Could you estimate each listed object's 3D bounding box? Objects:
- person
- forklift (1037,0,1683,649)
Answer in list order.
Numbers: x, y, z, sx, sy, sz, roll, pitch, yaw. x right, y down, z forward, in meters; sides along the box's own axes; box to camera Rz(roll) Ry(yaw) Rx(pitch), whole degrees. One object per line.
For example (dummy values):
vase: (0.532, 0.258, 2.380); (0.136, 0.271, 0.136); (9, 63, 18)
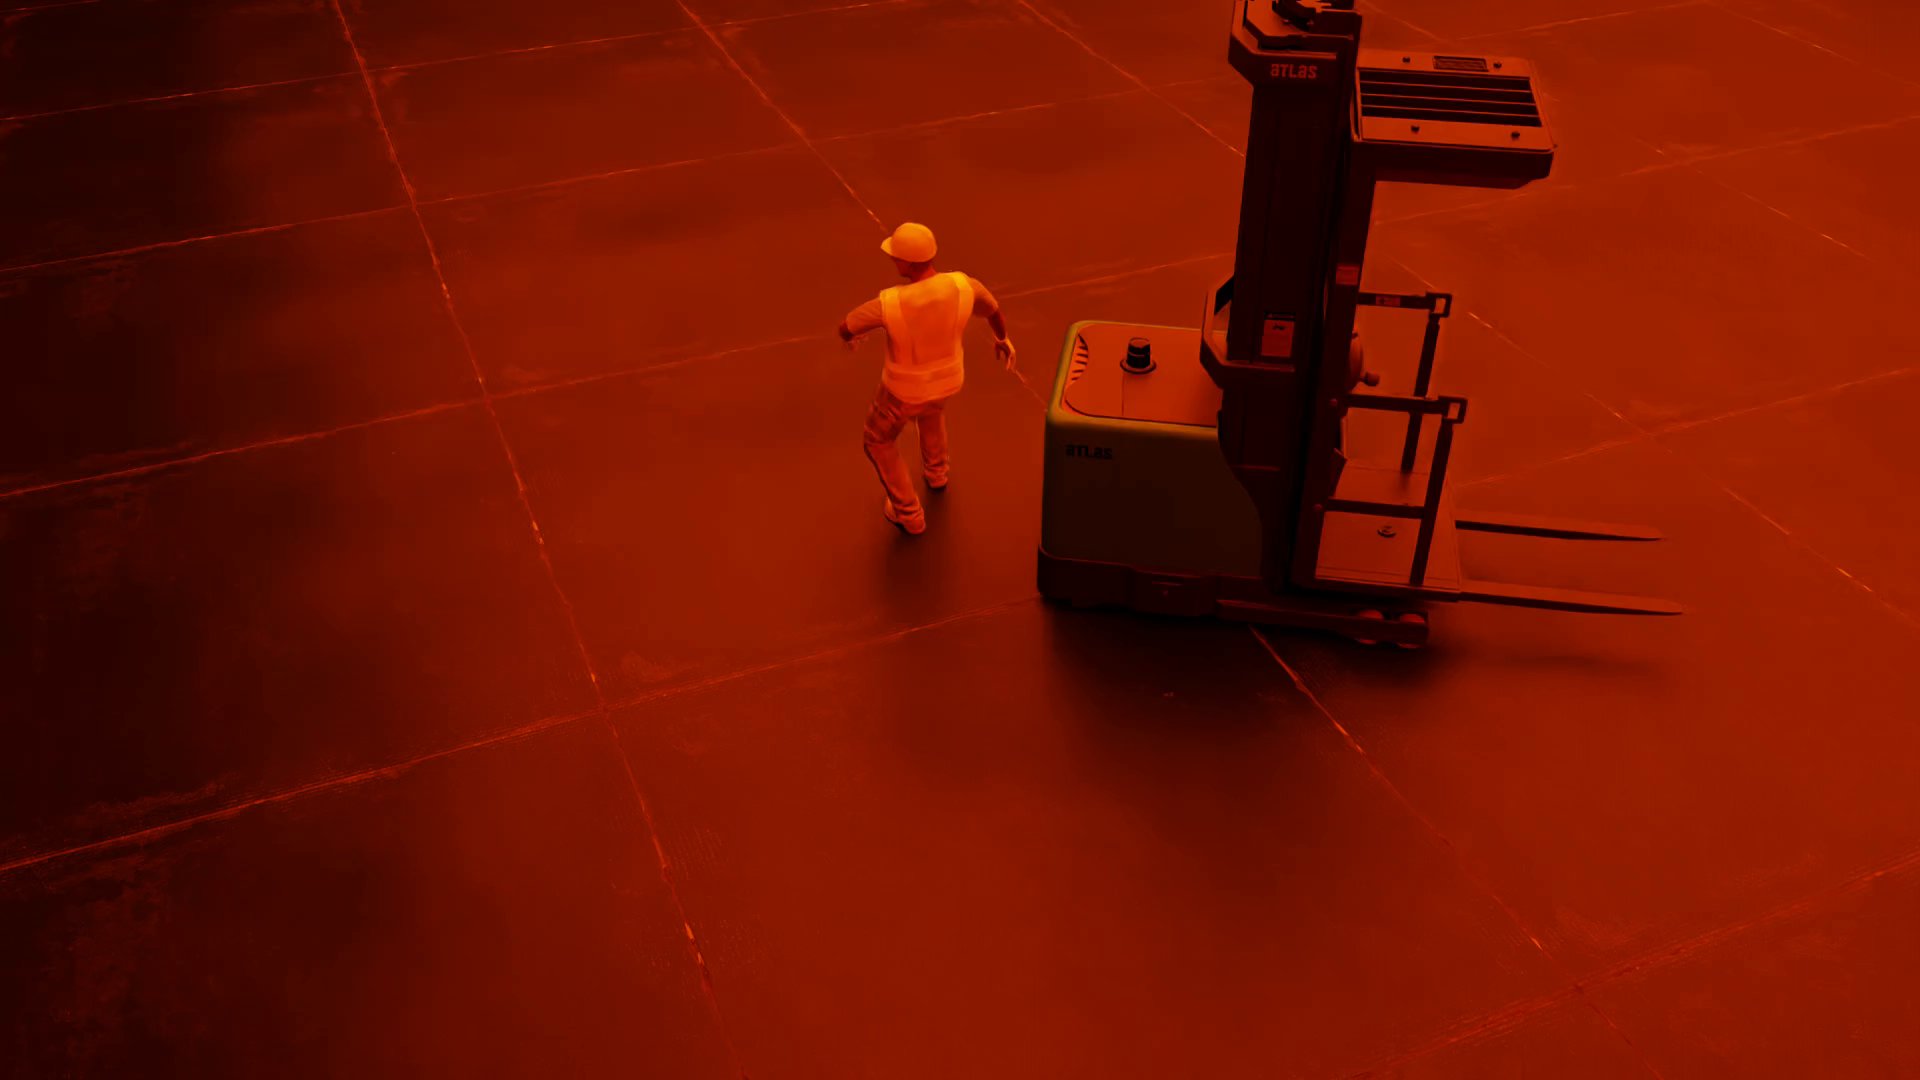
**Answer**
person: (-0.176, -0.907, 8.496); (0.902, 1.703, 0.638); (-19, 40, -25)
forklift: (1.944, -1.013, 7.523); (3.031, 2.935, 1.130); (6, 36, 8)
